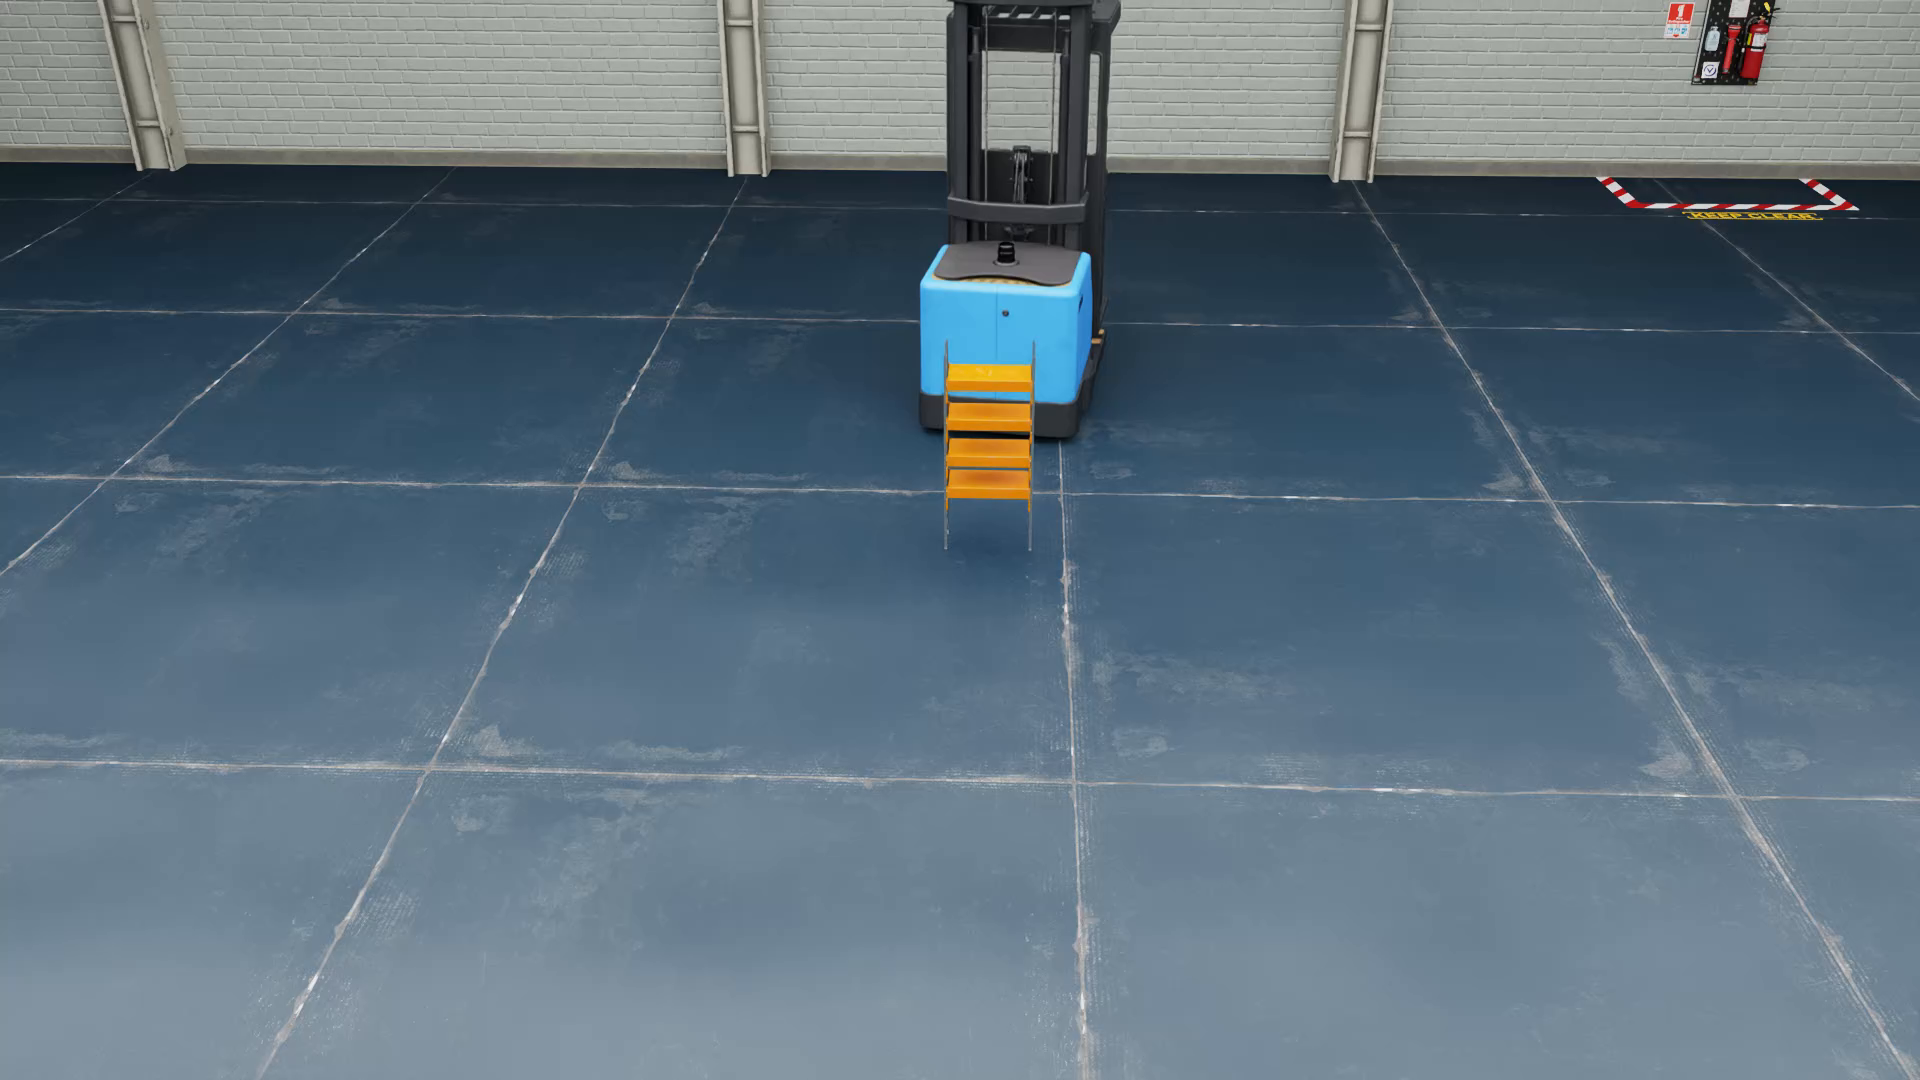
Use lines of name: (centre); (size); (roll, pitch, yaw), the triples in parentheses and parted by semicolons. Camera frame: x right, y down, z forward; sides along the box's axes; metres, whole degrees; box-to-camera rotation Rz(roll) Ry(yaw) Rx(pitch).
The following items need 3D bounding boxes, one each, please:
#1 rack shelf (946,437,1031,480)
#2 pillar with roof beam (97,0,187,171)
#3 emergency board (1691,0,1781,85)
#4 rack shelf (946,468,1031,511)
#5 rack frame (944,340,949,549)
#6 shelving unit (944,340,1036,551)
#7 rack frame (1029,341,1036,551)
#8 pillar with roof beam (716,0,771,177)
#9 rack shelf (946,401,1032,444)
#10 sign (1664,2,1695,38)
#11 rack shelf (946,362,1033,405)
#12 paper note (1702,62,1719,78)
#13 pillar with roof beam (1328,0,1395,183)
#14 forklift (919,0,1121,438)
rack shelf: (0.165, -0.468, 9.495); (0.480, 0.148, 0.258); (1, 28, 2)
pillar with roof beam: (-8.262, -5.760, 11.008); (0.400, 9.000, 9.100); (1, 28, 2)
emergency board: (7.410, -4.886, 15.764); (0.643, 1.169, 0.194); (1, 28, 2)
rack shelf: (0.165, -0.293, 9.588); (0.480, 0.148, 0.258); (1, 28, 2)
rack frame: (-0.078, -0.531, 9.471); (0.015, 1.200, 0.240); (1, 28, 2)
shelving unit: (0.165, -0.527, 9.464); (0.503, 1.200, 0.258); (1, 28, 2)
rack frame: (0.409, -0.523, 9.456); (0.015, 1.200, 0.240); (1, 28, 2)
pillar with roof beam: (-2.266, -5.661, 10.821); (0.400, 9.000, 9.100); (1, 28, 2)
rack shelf: (0.165, -0.666, 9.391); (0.480, 0.148, 0.258); (1, 28, 2)
sign: (6.861, -4.959, 15.864); (0.234, 0.329, 0.001); (1, 28, 2)
rack shelf: (0.165, -0.875, 9.280); (0.480, 0.148, 0.258); (1, 28, 2)
paper note: (7.236, -4.532, 16.037); (0.142, 0.148, 0.016); (1, 28, 2)
pillar with roof beam: (3.730, -5.562, 10.634); (0.400, 9.000, 9.100); (1, 28, 2)
forklift: (0.495, -2.632, 11.586); (1.130, 2.935, 3.031); (5, 28, 9)
